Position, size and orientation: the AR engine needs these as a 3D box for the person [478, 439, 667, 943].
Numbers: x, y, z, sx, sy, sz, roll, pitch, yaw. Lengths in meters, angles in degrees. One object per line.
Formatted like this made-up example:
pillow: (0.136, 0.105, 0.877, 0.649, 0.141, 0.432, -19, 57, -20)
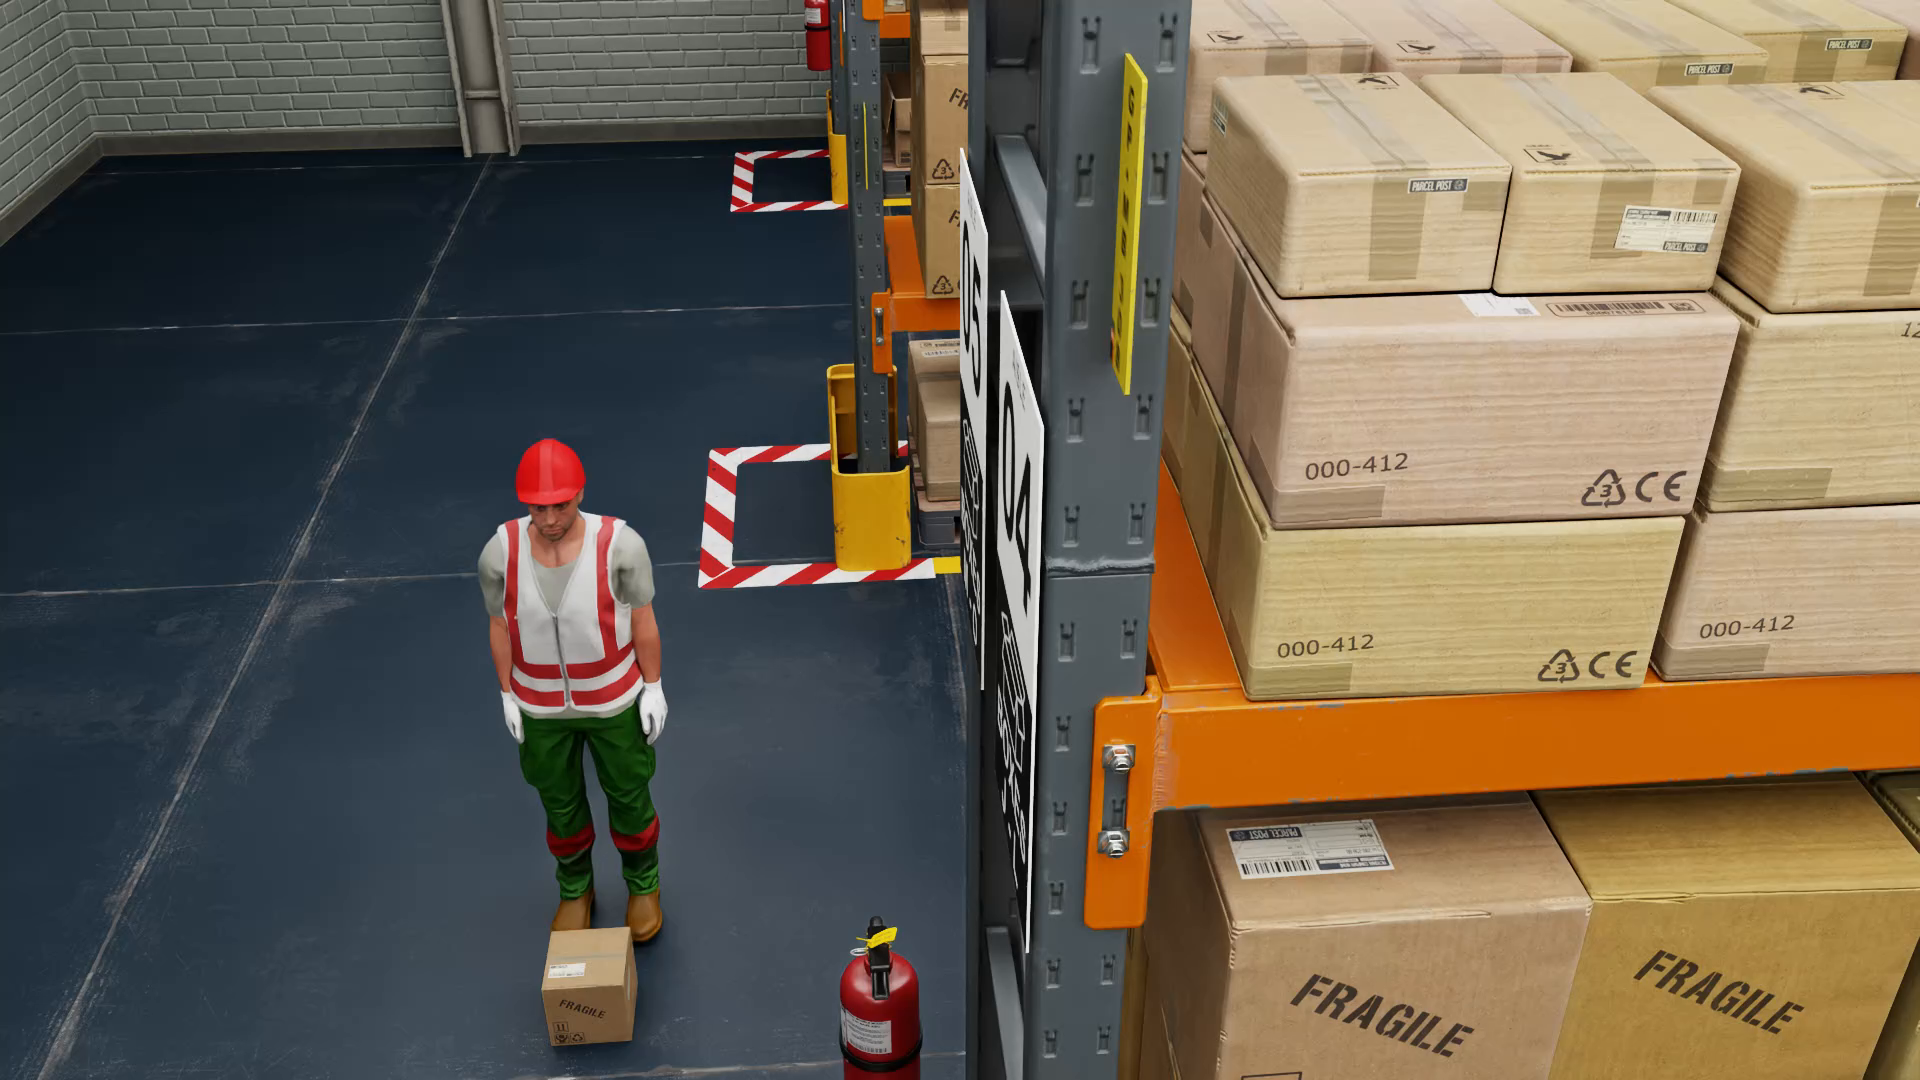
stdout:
person: (-1.198, 0.505, 5.255, 0.529, 1.792, 0.367, -2, 31, -4)
